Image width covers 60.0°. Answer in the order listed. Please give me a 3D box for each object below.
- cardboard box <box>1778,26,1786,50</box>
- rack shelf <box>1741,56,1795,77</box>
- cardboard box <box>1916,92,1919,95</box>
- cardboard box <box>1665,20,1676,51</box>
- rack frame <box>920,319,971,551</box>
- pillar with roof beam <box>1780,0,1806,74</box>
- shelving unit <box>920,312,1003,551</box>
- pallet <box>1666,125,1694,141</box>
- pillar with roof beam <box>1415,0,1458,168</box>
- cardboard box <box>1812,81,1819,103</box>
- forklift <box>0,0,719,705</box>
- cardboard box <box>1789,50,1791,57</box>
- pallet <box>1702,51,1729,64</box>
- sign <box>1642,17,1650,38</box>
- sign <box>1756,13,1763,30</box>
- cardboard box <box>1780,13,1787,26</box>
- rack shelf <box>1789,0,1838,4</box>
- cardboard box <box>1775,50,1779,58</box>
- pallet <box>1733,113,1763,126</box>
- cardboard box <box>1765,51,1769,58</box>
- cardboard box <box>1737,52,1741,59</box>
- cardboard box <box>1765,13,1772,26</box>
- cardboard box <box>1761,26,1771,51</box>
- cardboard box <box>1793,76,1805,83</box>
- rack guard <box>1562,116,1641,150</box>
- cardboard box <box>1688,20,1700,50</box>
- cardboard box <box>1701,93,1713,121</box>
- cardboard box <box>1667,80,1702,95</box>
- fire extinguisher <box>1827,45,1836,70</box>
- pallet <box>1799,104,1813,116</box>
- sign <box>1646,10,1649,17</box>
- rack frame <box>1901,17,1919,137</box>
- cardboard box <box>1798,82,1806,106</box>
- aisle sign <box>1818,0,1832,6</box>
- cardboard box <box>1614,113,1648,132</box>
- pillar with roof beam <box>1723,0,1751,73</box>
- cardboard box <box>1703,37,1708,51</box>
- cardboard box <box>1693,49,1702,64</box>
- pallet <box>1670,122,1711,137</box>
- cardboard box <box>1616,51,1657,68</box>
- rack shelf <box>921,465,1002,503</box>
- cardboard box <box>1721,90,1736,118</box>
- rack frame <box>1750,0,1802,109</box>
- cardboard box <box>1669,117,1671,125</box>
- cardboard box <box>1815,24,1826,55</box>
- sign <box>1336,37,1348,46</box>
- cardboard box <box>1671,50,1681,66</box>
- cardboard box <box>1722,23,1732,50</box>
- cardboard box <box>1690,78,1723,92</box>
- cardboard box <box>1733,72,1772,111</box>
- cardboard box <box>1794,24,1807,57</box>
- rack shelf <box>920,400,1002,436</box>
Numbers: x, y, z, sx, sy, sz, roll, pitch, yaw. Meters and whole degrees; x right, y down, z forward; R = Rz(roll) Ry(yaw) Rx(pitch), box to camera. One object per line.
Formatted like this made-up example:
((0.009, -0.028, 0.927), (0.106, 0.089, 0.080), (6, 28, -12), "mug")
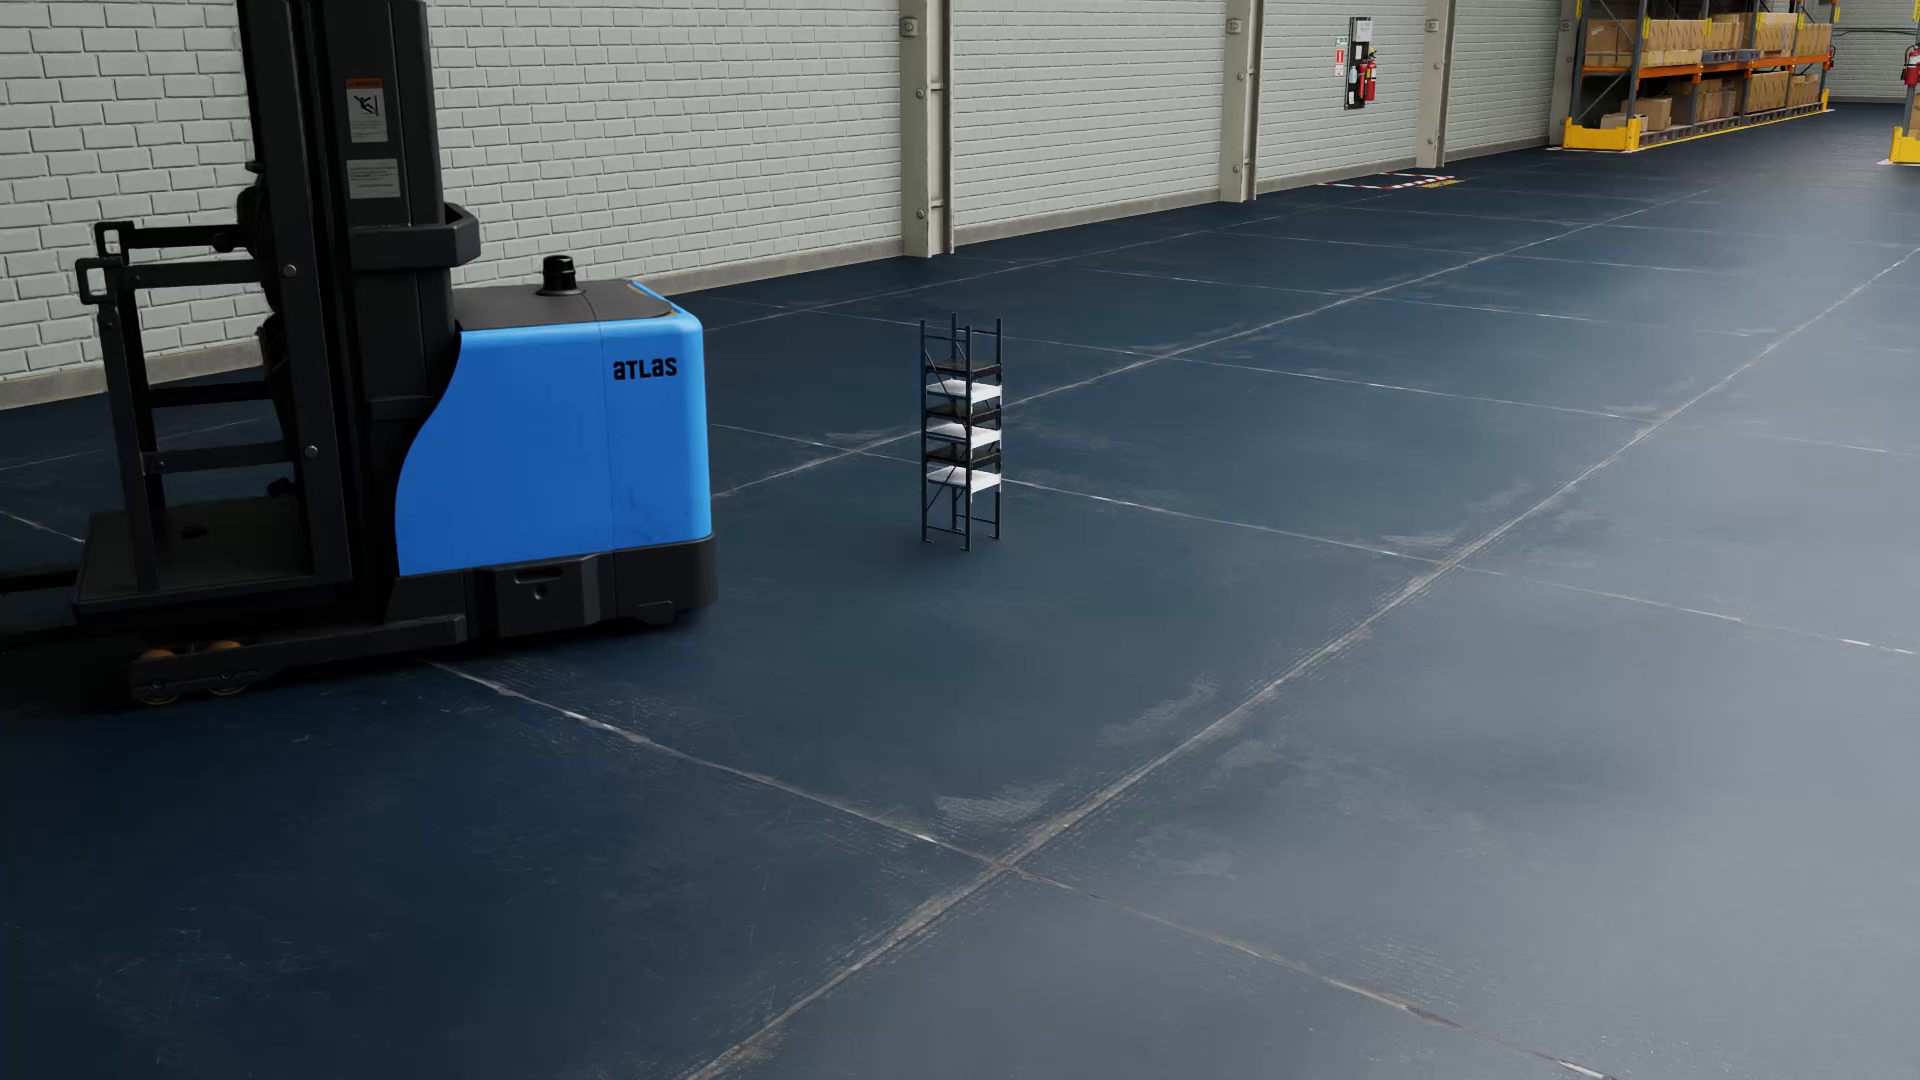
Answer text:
((17.185, -10.664, 35.322), (0.500, 0.500, 0.500), (12, 21, 35), "cardboard box")
((16.668, -10.041, 35.232), (1.077, 0.370, 4.000), (12, 21, 35), "rack shelf")
((15.355, -6.795, 26.229), (0.500, 0.500, 0.500), (12, 21, 35), "cardboard box")
((11.851, -8.597, 28.324), (0.500, 0.500, 0.500), (12, 21, 33), "cardboard box")
((-0.056, -0.407, 6.539), (0.240, 0.900, 0.006), (12, 21, 35), "rack frame")
((24.615, -14.713, 38.950), (9.100, 9.000, 0.400), (12, 21, 35), "pillar with roof beam")
((0.005, -0.432, 6.617), (0.258, 0.900, 0.210), (12, 21, 35), "shelving unit")
((12.722, -7.457, 30.401), (1.003, 0.211, 1.213), (12, 21, 35), "pallet")
((10.315, -8.997, 20.543), (9.100, 9.000, 0.400), (12, 21, 35), "pillar with roof beam")
((19.907, -10.636, 39.441), (0.700, 0.500, 0.500), (12, 21, 35), "cardboard box")
((-2.412, -1.071, 5.249), (3.031, 2.935, 1.130), (-7, 19, -23), "forklift")
((17.886, -10.620, 36.273), (0.380, 0.149, 0.250), (13, 21, 35), "cardboard box")
((13.666, -9.020, 31.055), (1.003, 0.211, 1.213), (12, 21, 35), "pallet")
((11.146, -8.320, 27.018), (0.100, 0.325, 0.005), (12, 21, 35), "sign")
((15.918, -10.329, 33.129), (0.100, 0.325, 0.005), (12, 21, 35), "sign")
((17.171, -11.020, 35.204), (0.500, 0.250, 0.500), (13, 21, 36), "cardboard box")
((19.052, -12.426, 37.855), (1.077, 0.370, 4.000), (12, 21, 35), "rack shelf")
((17.255, -10.382, 35.507), (0.380, 0.149, 0.250), (12, 21, 35), "cardboard box")
((16.007, -8.751, 34.566), (1.003, 0.211, 1.213), (12, 21, 35), "pallet")
((16.764, -10.202, 34.929), (0.380, 0.149, 0.250), (13, 21, 35), "cardboard box")
((15.859, -9.835, 33.746), (0.380, 0.149, 0.250), (12, 21, 34), "cardboard box")
((16.274, -10.656, 34.032), (0.500, 0.250, 0.500), (12, 21, 34), "cardboard box")
((16.291, -10.301, 34.152), (0.500, 0.500, 0.500), (13, 22, 36), "cardboard box")
((19.049, -10.511, 37.946), (0.380, 0.149, 0.250), (12, 21, 33), "cardboard box")
((10.755, -6.827, 27.884), (1.175, 0.500, 0.348), (12, 21, 35), "rack guard")
((12.767, -8.964, 29.506), (0.500, 0.500, 0.500), (12, 21, 34), "cardboard box")
((14.123, -8.396, 32.196), (0.700, 0.500, 0.500), (13, 21, 35), "cardboard box")
((13.778, -8.613, 31.631), (0.500, 0.250, 0.500), (12, 21, 34), "cardboard box")
((20.704, -11.553, 39.647), (0.296, 0.674, 0.183), (12, 21, 35), "fire extinguisher")
((19.102, -9.988, 38.551), (1.003, 0.211, 1.213), (12, 21, 35), "pallet")
((12.646, -9.605, 30.664), (0.100, 0.325, 0.005), (12, 21, 35), "sign")
((14.691, -7.128, 24.639), (1.000, 3.000, 0.127), (12, 21, 35), "rack frame")
((18.998, -10.268, 38.258), (0.700, 0.500, 0.500), (13, 21, 36), "cardboard box")
((20.527, -13.019, 39.226), (0.394, 0.787, 0.004), (12, 21, 35), "aisle sign")
((11.534, -7.213, 28.705), (0.500, 0.311, 0.500), (15, 22, 39), "cardboard box")
((21.040, -13.284, 34.349), (9.100, 9.000, 0.400), (12, 21, 35), "pillar with roof beam")
((13.424, -9.328, 30.814), (0.700, 0.500, 0.500), (12, 21, 35), "cardboard box")
((13.055, -8.727, 30.007), (0.500, 0.250, 0.500), (12, 21, 35), "cardboard box")
((13.556, -7.809, 31.535), (1.003, 0.211, 1.213), (12, 21, 35), "pallet")
((11.256, -8.000, 27.668), (0.500, 0.250, 0.500), (12, 21, 33), "cardboard box")
((0.005, -0.228, 6.680), (0.258, 0.077, 0.200), (12, 21, 35), "rack shelf")
((15.090, -8.743, 33.315), (0.700, 0.500, 0.500), (13, 21, 35), "cardboard box")
((17.860, -10.861, 36.659), (1.000, 3.000, 0.127), (12, 21, 35), "rack frame")
((12.799, -7.679, 30.451), (0.380, 0.166, 0.250), (9, 20, 28), "cardboard box")
((19.523, -11.658, 38.721), (0.980, 0.700, 0.700), (12, 21, 34), "cardboard box")
((4.952, -6.467, 21.558), (0.001, 0.109, 0.331), (12, 21, 35), "sign")
((12.165, -8.367, 28.848), (0.500, 0.250, 0.500), (13, 21, 35), "cardboard box")
((14.480, -9.751, 32.176), (0.700, 0.500, 0.500), (12, 21, 35), "cardboard box")
((14.700, -8.977, 32.802), (0.500, 0.250, 0.500), (13, 21, 36), "cardboard box")
((16.547, -9.441, 35.005), (0.750, 0.750, 0.750), (12, 21, 34), "cardboard box")
((18.196, -11.130, 37.021), (0.980, 0.700, 0.700), (13, 21, 36), "cardboard box")
((0.005, -0.486, 6.600), (0.258, 0.077, 0.200), (12, 21, 35), "rack shelf")
